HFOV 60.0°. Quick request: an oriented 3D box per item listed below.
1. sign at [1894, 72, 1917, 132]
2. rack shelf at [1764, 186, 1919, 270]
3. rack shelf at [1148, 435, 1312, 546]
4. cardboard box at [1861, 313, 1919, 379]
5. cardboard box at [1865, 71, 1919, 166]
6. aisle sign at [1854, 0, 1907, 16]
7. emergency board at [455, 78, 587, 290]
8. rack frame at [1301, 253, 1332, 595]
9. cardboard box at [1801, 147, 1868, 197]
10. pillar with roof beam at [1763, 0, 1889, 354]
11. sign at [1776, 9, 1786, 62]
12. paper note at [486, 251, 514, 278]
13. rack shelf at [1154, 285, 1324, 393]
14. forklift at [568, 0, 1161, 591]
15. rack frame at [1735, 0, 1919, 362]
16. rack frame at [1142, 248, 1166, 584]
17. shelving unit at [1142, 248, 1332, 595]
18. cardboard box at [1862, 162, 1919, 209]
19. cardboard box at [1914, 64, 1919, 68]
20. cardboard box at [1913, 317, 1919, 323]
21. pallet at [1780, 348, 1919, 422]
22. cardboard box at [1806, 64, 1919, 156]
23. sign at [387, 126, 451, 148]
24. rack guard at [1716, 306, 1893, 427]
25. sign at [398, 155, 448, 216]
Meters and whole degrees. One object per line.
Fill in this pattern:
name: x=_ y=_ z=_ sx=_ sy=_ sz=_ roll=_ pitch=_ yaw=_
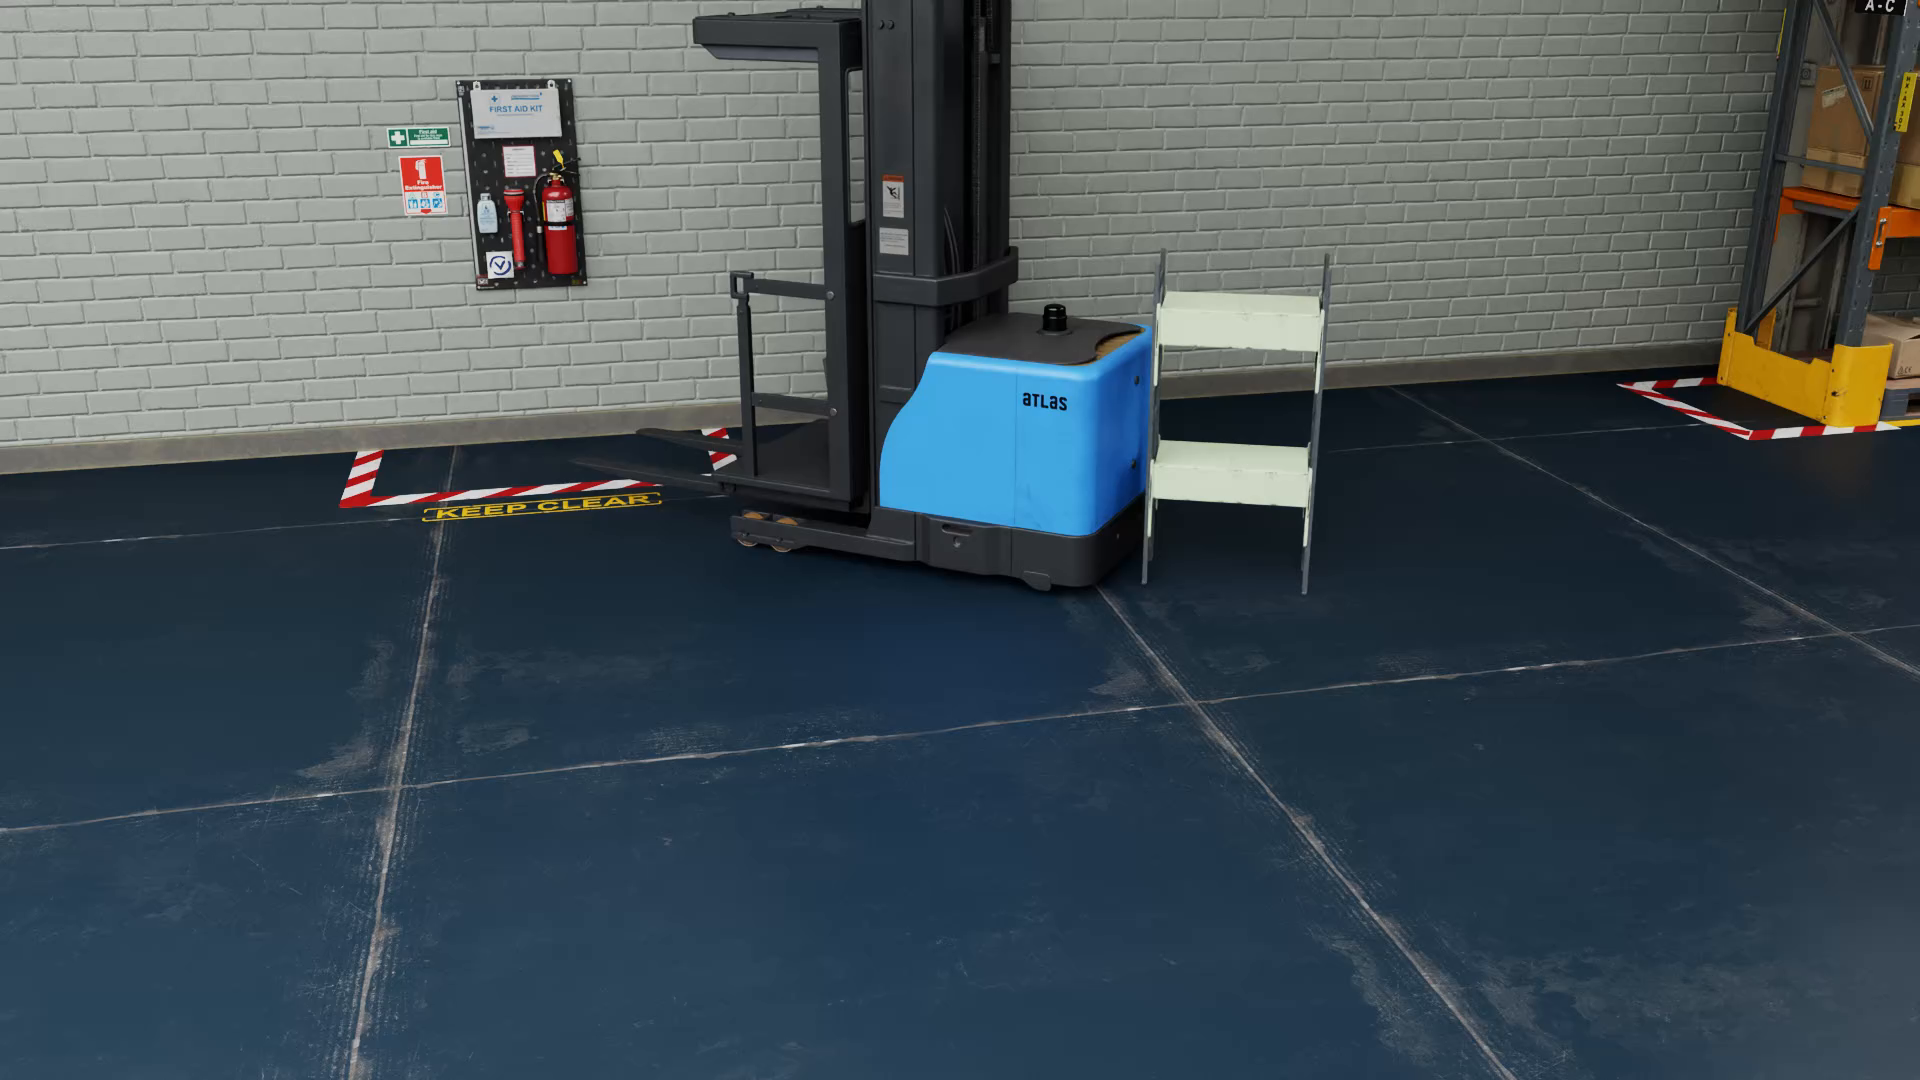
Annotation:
sign: x=5.443 y=-2.522 z=9.580 sx=0.005 sy=0.325 sz=0.100 roll=-5 pitch=21 yaw=-12
rack shelf: x=7.264 y=-2.118 z=10.780 sx=4.000 sy=0.370 sz=1.077 roll=-5 pitch=21 yaw=-12
rack shelf: x=1.255 y=-0.236 z=7.727 sx=0.720 sy=0.370 sz=0.431 roll=4 pitch=20 yaw=10
cardboard box: x=6.012 y=-1.266 z=10.679 sx=0.500 sy=0.311 sz=0.500 roll=-7 pitch=21 yaw=-19
cardboard box: x=5.851 y=-2.525 z=9.946 sx=0.500 sy=0.500 sz=0.500 roll=-5 pitch=21 yaw=-12
aisle sign: x=5.317 y=-3.412 z=9.488 sx=0.004 sy=0.787 sz=0.394 roll=-5 pitch=21 yaw=-12
emergency board: x=-2.453 y=-1.984 z=9.371 sx=0.643 sy=1.169 sz=0.194 roll=-5 pitch=21 yaw=-12
rack frame: x=1.615 y=-0.519 z=7.552 sx=0.023 sy=1.500 sz=0.400 roll=4 pitch=20 yaw=10
cardboard box: x=5.728 y=-2.338 z=10.525 sx=0.500 sy=0.250 sz=0.500 roll=-4 pitch=21 yaw=-12
pillar with roof beam: x=6.791 y=-4.018 z=6.201 sx=0.400 sy=9.000 sz=9.100 roll=-5 pitch=21 yaw=-12
sign: x=5.210 y=-3.177 z=10.483 sx=0.005 sy=0.325 sz=0.100 roll=-5 pitch=21 yaw=-12
paper note: x=-2.641 y=-1.580 z=9.547 sx=0.142 sy=0.148 sz=0.016 roll=-5 pitch=21 yaw=-12
rack shelf: x=1.255 y=-0.909 z=7.480 sx=0.720 sy=0.370 sz=0.431 roll=4 pitch=20 yaw=10
forklift: x=-0.570 y=-1.469 z=8.062 sx=3.031 sy=2.935 sz=1.130 roll=9 pitch=22 yaw=24
rack frame: x=5.318 y=-2.297 z=10.225 sx=0.127 sy=3.000 sz=1.000 roll=-5 pitch=21 yaw=-12
rack frame: x=0.895 y=-0.565 z=7.677 sx=0.023 sy=1.500 sz=0.400 roll=4 pitch=20 yaw=10
shelving unit: x=1.255 y=-0.542 z=7.615 sx=0.755 sy=1.500 sz=0.431 roll=4 pitch=20 yaw=10
cardboard box: x=5.866 y=-2.168 z=10.062 sx=0.500 sy=0.250 sz=0.500 roll=-5 pitch=21 yaw=-14
cardboard box: x=6.220 y=-2.733 z=10.514 sx=0.500 sy=0.500 sz=0.500 roll=-4 pitch=21 yaw=-12
cardboard box: x=6.567 y=-1.311 z=10.802 sx=0.500 sy=0.311 sz=0.500 roll=-3 pitch=20 yaw=-8
pallet: x=6.190 y=-1.046 z=10.864 sx=1.213 sy=0.211 sz=1.003 roll=-5 pitch=21 yaw=-12
cardboard box: x=5.728 y=-2.697 z=10.414 sx=0.500 sy=0.500 sz=0.500 roll=-5 pitch=21 yaw=-13
sign: x=-3.008 y=-2.238 z=9.241 sx=0.331 sy=0.109 sz=0.001 roll=-5 pitch=21 yaw=-12
rack guard: x=5.392 y=-1.129 z=10.671 sx=0.348 sy=0.500 sz=1.175 roll=-5 pitch=21 yaw=-12
sign: x=-3.015 y=-1.992 z=9.339 sx=0.234 sy=0.329 sz=0.001 roll=-5 pitch=21 yaw=-12
